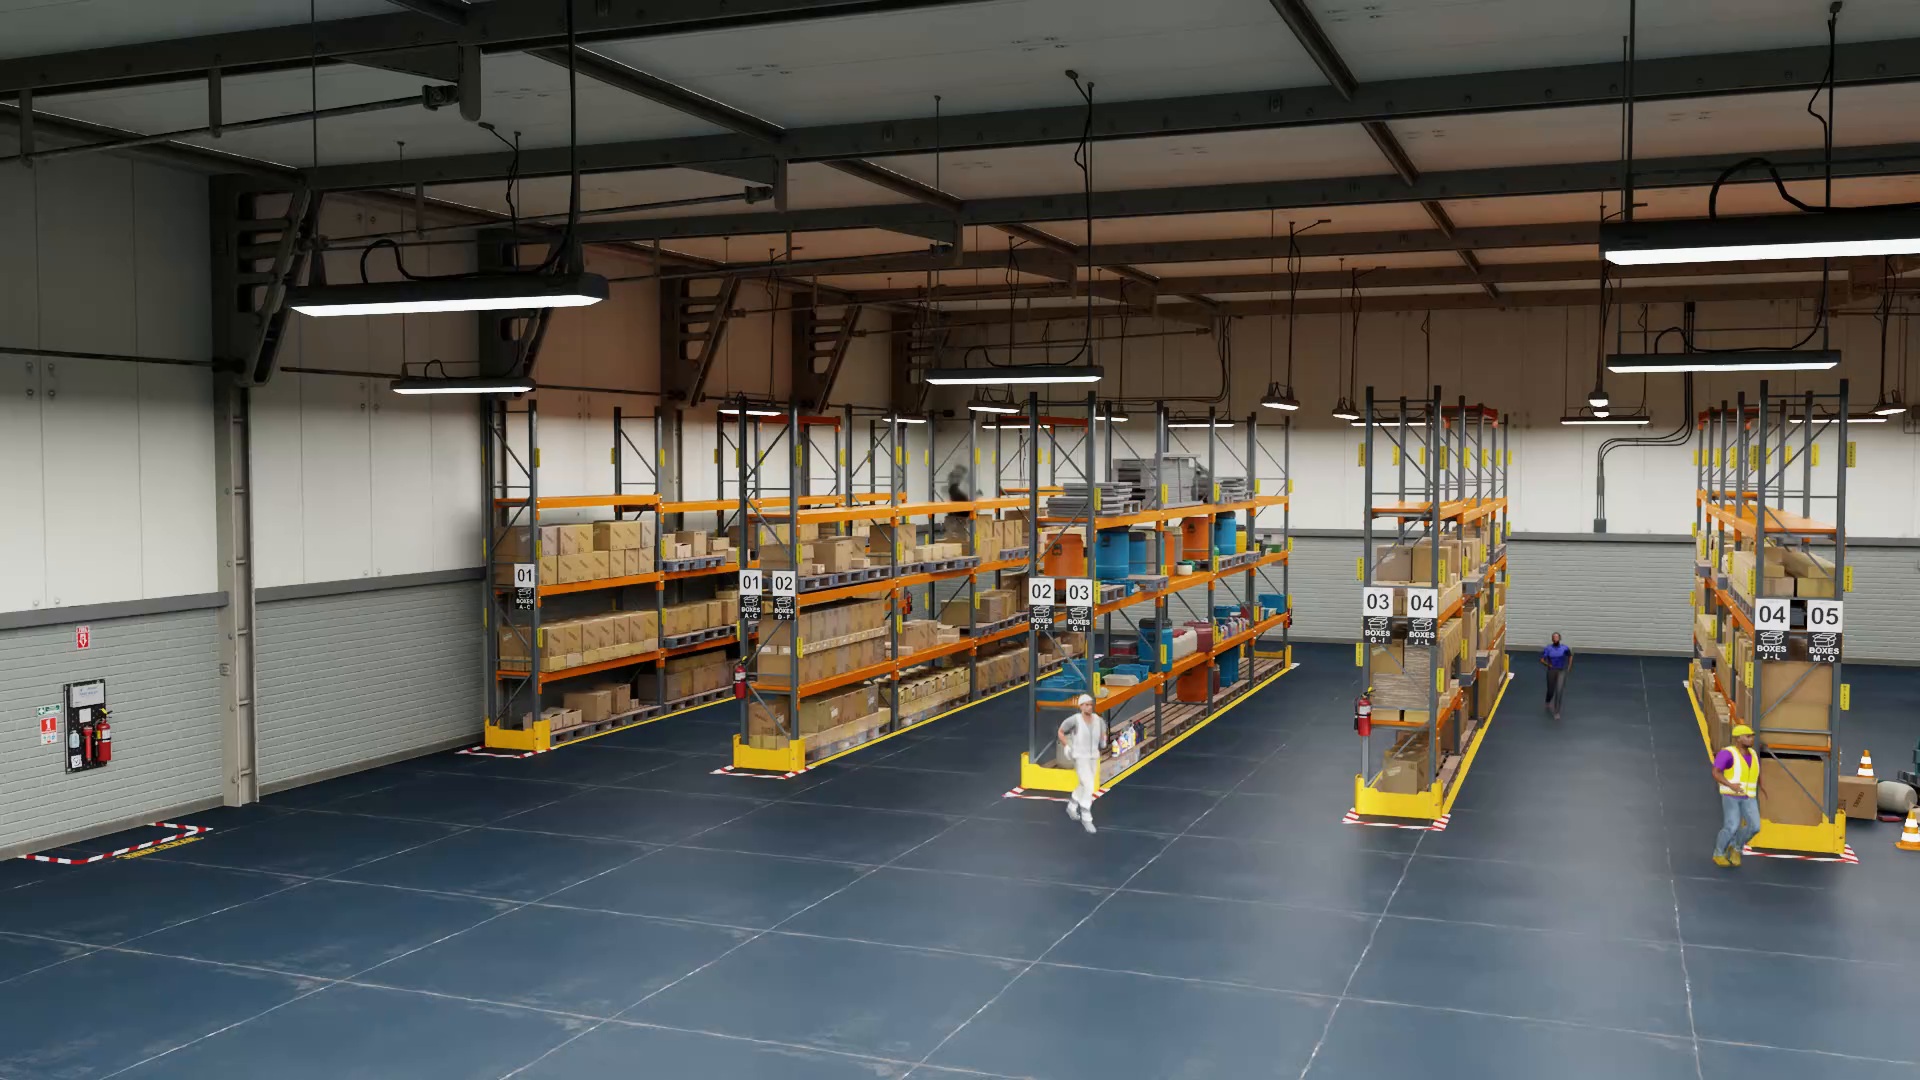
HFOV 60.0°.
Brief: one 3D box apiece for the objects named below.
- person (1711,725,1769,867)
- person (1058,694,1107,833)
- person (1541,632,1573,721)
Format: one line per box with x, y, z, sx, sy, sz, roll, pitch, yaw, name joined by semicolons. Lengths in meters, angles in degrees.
9.566;3.132;20.331;0.781;1.723;0.569;-1;3;-11;person
1.689;2.996;22.535;0.637;1.843;0.787;-2;3;-31;person
11.519;2.603;32.113;0.588;1.663;0.908;1;3;20;person
